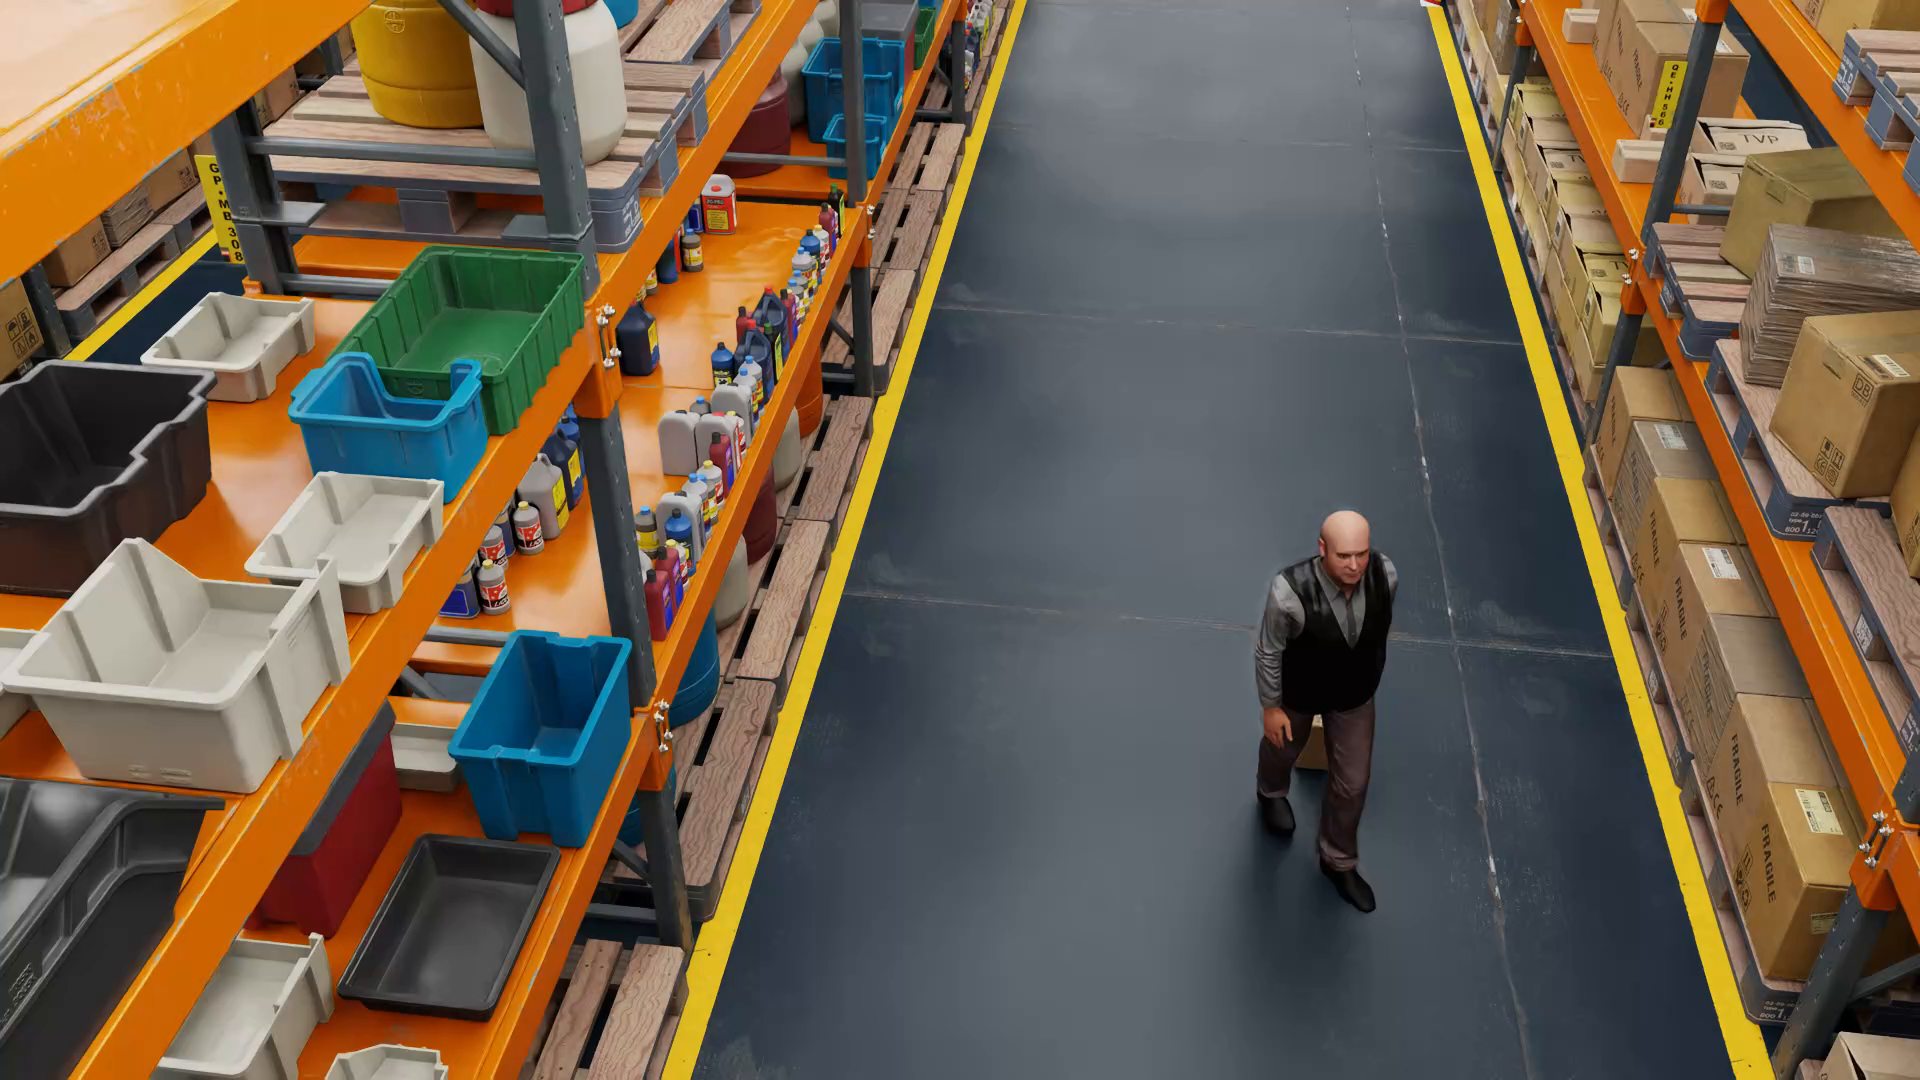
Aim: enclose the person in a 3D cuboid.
[{"bbox_3d":[1.341,0.581,6.276,0.551,1.741,0.714,-5,36,-6],"label":"person"}]
